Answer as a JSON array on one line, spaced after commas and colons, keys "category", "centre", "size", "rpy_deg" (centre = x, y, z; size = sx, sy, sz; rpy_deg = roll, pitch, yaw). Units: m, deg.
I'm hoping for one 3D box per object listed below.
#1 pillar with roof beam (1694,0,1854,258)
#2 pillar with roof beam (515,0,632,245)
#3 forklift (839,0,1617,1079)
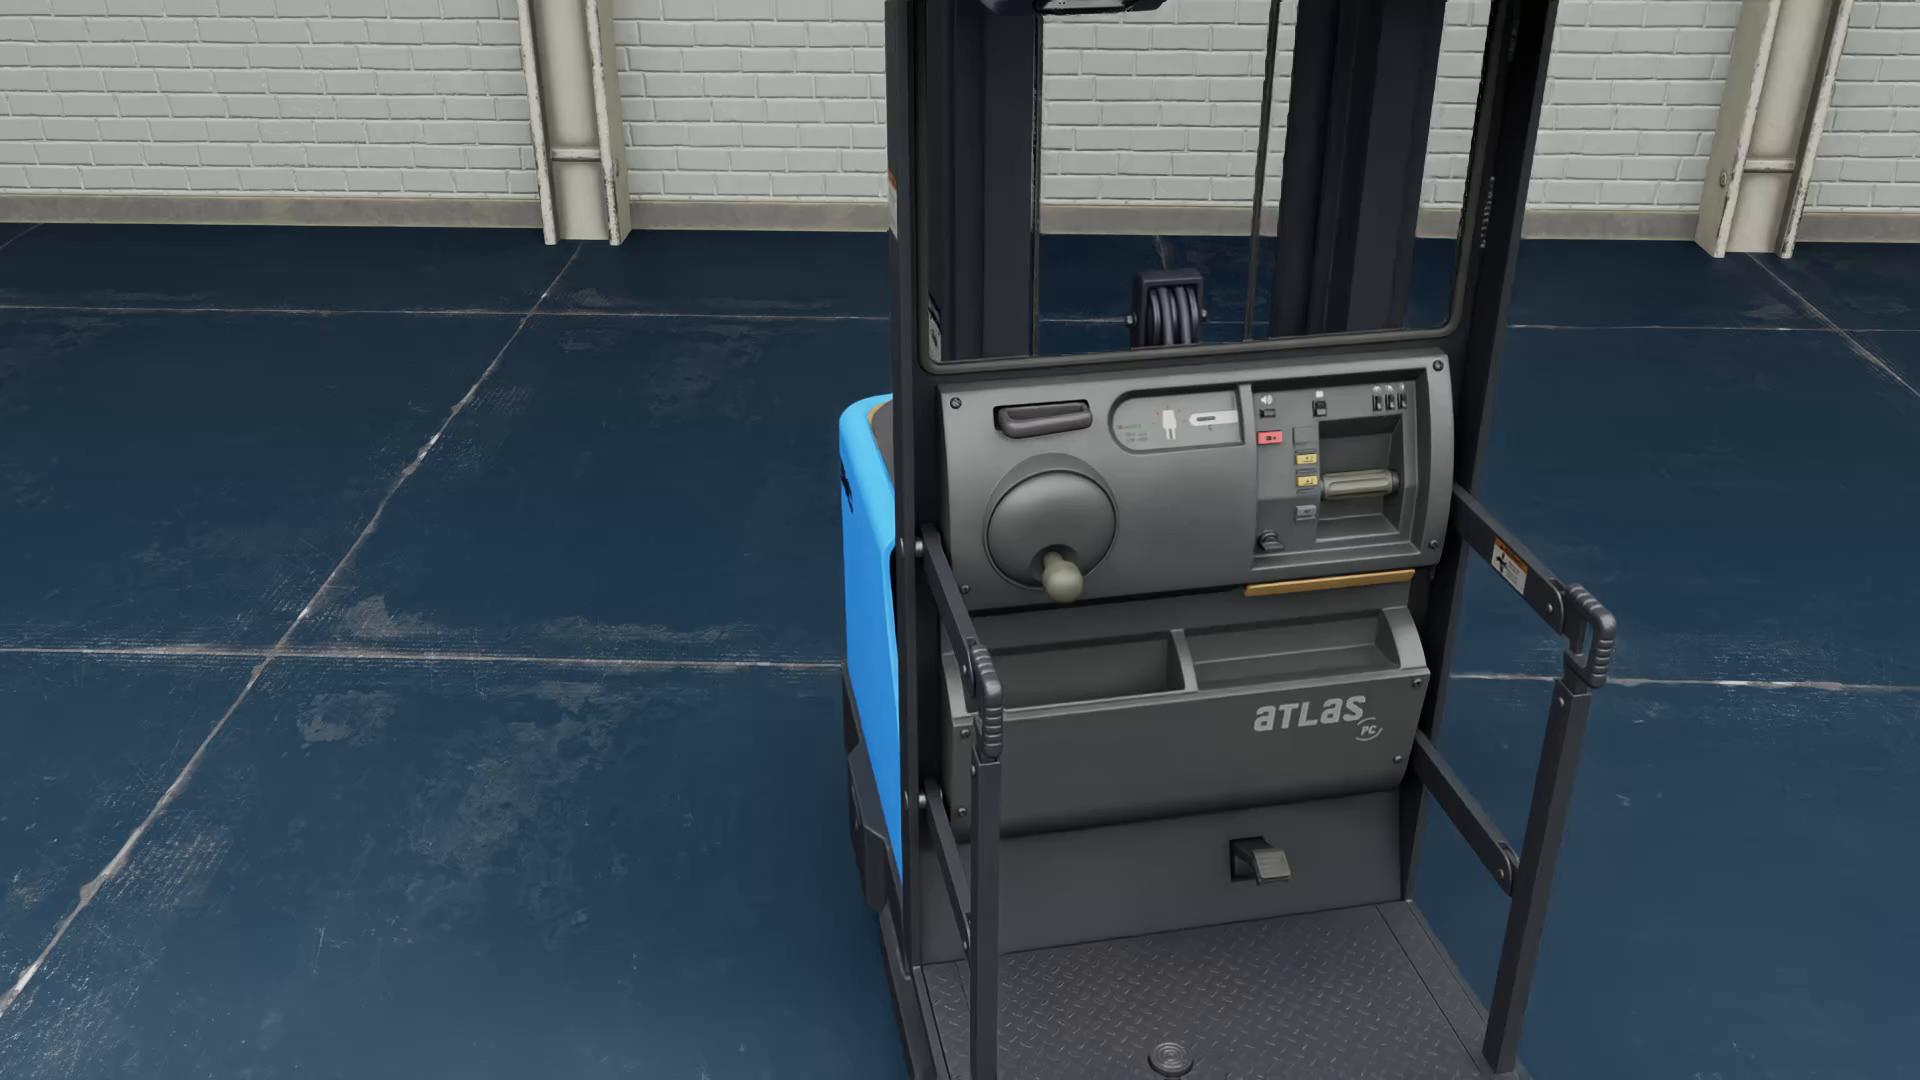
[{"category": "pillar with roof beam", "centre": [3.887, -3.469, 2.687], "size": [0.400, 9.000, 9.100], "rpy_deg": [1, 28, 2]}, {"category": "pillar with roof beam", "centre": [-2.110, -3.569, 2.874], "size": [0.400, 9.000, 9.100], "rpy_deg": [1, 28, 2]}, {"category": "forklift", "centre": [0.473, -0.071, 2.755], "size": [1.130, 2.935, 3.031], "rpy_deg": [-5, 28, -10]}]
